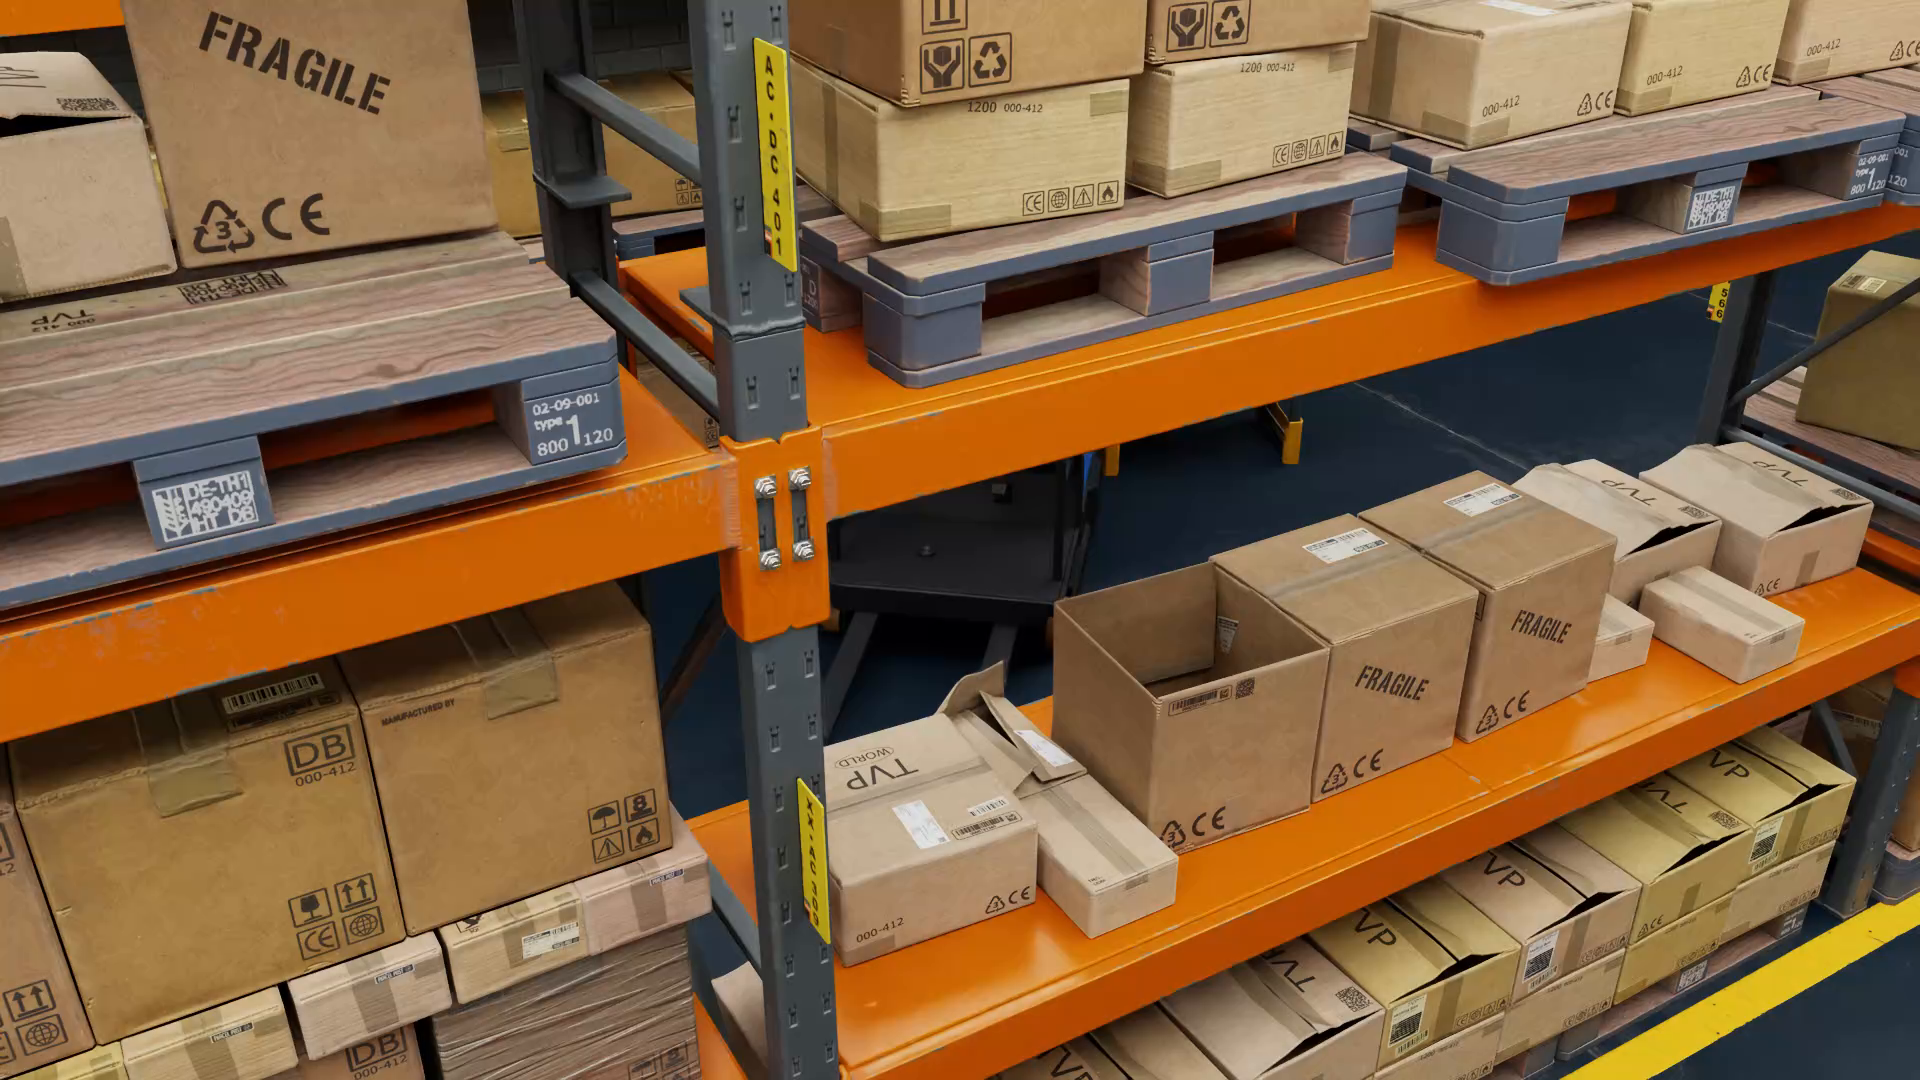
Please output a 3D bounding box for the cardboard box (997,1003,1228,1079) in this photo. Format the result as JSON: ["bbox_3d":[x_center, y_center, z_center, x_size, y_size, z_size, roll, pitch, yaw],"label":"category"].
[{"bbox_3d":[0.363,1.438,4.371,0.500,0.311,0.500,-16,33,-27],"label":"cardboard box"}]

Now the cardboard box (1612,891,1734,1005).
[{"bbox_3d":[2.123,1.180,5.419,0.500,0.250,0.500,-16,33,-27],"label":"cardboard box"}]

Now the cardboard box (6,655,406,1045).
[{"bbox_3d":[-1.368,0.405,2.966,0.500,0.500,0.700,-16,33,-26],"label":"cardboard box"}]

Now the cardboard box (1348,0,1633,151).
[{"bbox_3d":[1.126,-1.093,3.742,0.500,0.250,0.500,-19,34,-30],"label":"cardboard box"}]

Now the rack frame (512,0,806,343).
[{"bbox_3d":[-0.553,-1.846,2.281,0.127,3.000,1.000,-16,33,-26],"label":"rack frame"}]

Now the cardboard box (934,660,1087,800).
[{"bbox_3d":[0.112,0.548,4.292,0.258,0.266,0.396,-17,33,-28],"label":"cardboard box"}]

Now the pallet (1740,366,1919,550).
[{"bbox_3d":[3.444,-0.309,5.905,1.003,0.211,1.213,-16,33,-26],"label":"pallet"}]

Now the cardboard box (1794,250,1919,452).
[{"bbox_3d":[3.381,-0.627,5.743,0.700,0.500,0.500,22,36,34],"label":"cardboard box"}]

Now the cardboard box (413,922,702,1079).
[{"bbox_3d":[-0.933,0.848,3.505,0.500,0.500,0.700,-17,33,-28],"label":"cardboard box"}]

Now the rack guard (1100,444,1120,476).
[{"bbox_3d":[0.768,-0.591,9.062,0.087,0.250,0.587,-4,29,-7],"label":"rack guard"}]

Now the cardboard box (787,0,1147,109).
[{"bbox_3d":[-0.001,-1.113,3.003,0.500,0.500,0.500,-15,32,-26],"label":"cardboard box"}]

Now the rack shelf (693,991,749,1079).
[{"bbox_3d":[-2.278,1.585,3.017,4.000,0.370,1.077,-16,33,-26],"label":"rack shelf"}]

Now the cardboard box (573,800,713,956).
[{"bbox_3d":[-0.679,0.609,3.267,0.250,0.149,0.380,-16,33,-26],"label":"cardboard box"}]

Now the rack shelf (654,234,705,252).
[{"bbox_3d":[-1.342,-1.456,8.529,4.000,0.370,1.077,-16,33,-26],"label":"rack shelf"}]

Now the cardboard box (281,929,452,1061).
[{"bbox_3d":[-1.118,0.734,3.041,0.250,0.149,0.380,-17,33,-28],"label":"cardboard box"}]

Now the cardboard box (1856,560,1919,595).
[{"bbox_3d":[3.629,0.033,6.441,0.500,0.250,0.500,-15,32,-24],"label":"cardboard box"}]

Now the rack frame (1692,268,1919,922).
[{"bbox_3d":[2.895,-0.198,5.505,0.127,3.000,1.000,-16,33,-26],"label":"rack frame"}]

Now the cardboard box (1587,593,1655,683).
[{"bbox_3d":[1.824,0.247,4.957,0.250,0.149,0.380,-13,32,-23],"label":"cardboard box"}]

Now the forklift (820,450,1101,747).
[{"bbox_3d":[-0.021,-0.969,6.972,1.130,2.935,3.031,5,29,9],"label":"forklift"}]

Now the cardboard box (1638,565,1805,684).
[{"bbox_3d":[2.260,0.247,4.958,0.250,0.149,0.380,-16,33,-26],"label":"cardboard box"}]

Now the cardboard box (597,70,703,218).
[{"bbox_3d":[-1.573,-1.937,8.096,0.500,0.500,0.700,-11,31,-20],"label":"cardboard box"}]

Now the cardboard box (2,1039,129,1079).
[{"bbox_3d":[-1.557,0.857,2.817,0.250,0.149,0.380,-16,33,-27],"label":"cardboard box"}]

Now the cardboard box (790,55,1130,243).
[{"bbox_3d":[-0.017,-0.797,3.207,0.500,0.250,0.500,-12,31,-21],"label":"cardboard box"}]

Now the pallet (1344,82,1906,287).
[{"bbox_3d":[1.393,-0.950,3.959,1.213,0.211,1.003,-14,32,-24],"label":"pallet"}]

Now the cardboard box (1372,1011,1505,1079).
[{"bbox_3d":[1.246,1.429,4.968,0.500,0.250,0.500,-15,32,-25],"label":"cardboard box"}]

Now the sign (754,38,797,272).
[{"bbox_3d":[-0.271,-0.563,2.443,0.005,0.325,0.100,-16,33,-26],"label":"sign"}]

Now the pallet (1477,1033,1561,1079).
[{"bbox_3d":[1.115,1.505,5.305,1.213,0.211,1.003,-16,33,-26],"label":"pallet"}]

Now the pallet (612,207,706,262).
[{"bbox_3d":[-1.303,-1.675,8.380,1.213,0.211,1.003,-16,33,-26],"label":"pallet"}]

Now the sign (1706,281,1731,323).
[{"bbox_3d":[2.612,-0.894,5.650,0.005,0.325,0.100,-16,33,-26],"label":"sign"}]

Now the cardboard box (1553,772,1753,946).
[{"bbox_3d":[2.124,0.937,5.278,0.500,0.311,0.500,-16,33,-27],"label":"cardboard box"}]

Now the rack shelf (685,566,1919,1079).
[{"bbox_3d":[1.171,0.606,4.791,4.000,0.370,1.077,-16,33,-26],"label":"rack shelf"}]

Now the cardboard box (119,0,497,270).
[{"bbox_3d":[-1.121,-0.808,2.822,0.500,0.500,0.500,-13,31,-22],"label":"cardboard box"}]

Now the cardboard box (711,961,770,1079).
[{"bbox_3d":[-0.349,1.337,4.554,0.500,0.311,0.500,-16,33,-26],"label":"cardboard box"}]

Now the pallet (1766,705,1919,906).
[{"bbox_3d":[3.558,0.856,6.481,1.213,0.211,1.003,-16,33,-26],"label":"pallet"}]

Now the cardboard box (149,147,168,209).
[{"bbox_3d":[-3.317,-1.309,6.875,0.500,0.500,0.500,-16,33,-26],"label":"cardboard box"}]

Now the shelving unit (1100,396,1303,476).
[{"bbox_3d":[1.261,-1.172,8.821,1.083,1.500,0.587,-4,29,-7],"label":"shelving unit"}]

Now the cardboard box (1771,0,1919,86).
[{"bbox_3d":[2.090,-1.359,4.225,0.500,0.250,0.500,-15,32,-25],"label":"cardboard box"}]

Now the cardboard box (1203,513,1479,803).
[{"bbox_3d":[1.003,0.304,4.490,0.500,0.500,0.500,-16,33,-26],"label":"cardboard box"}]

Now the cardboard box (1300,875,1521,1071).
[{"bbox_3d":[1.254,1.181,4.836,0.500,0.311,0.500,-15,32,-25],"label":"cardboard box"}]

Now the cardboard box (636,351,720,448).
[{"bbox_3d":[-1.559,-0.823,8.768,0.500,0.500,0.700,-15,32,-26],"label":"cardboard box"}]

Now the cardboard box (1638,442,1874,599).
[{"bbox_3d":[2.560,-0.088,5.398,0.500,0.311,0.500,-14,32,-23],"label":"cardboard box"}]
